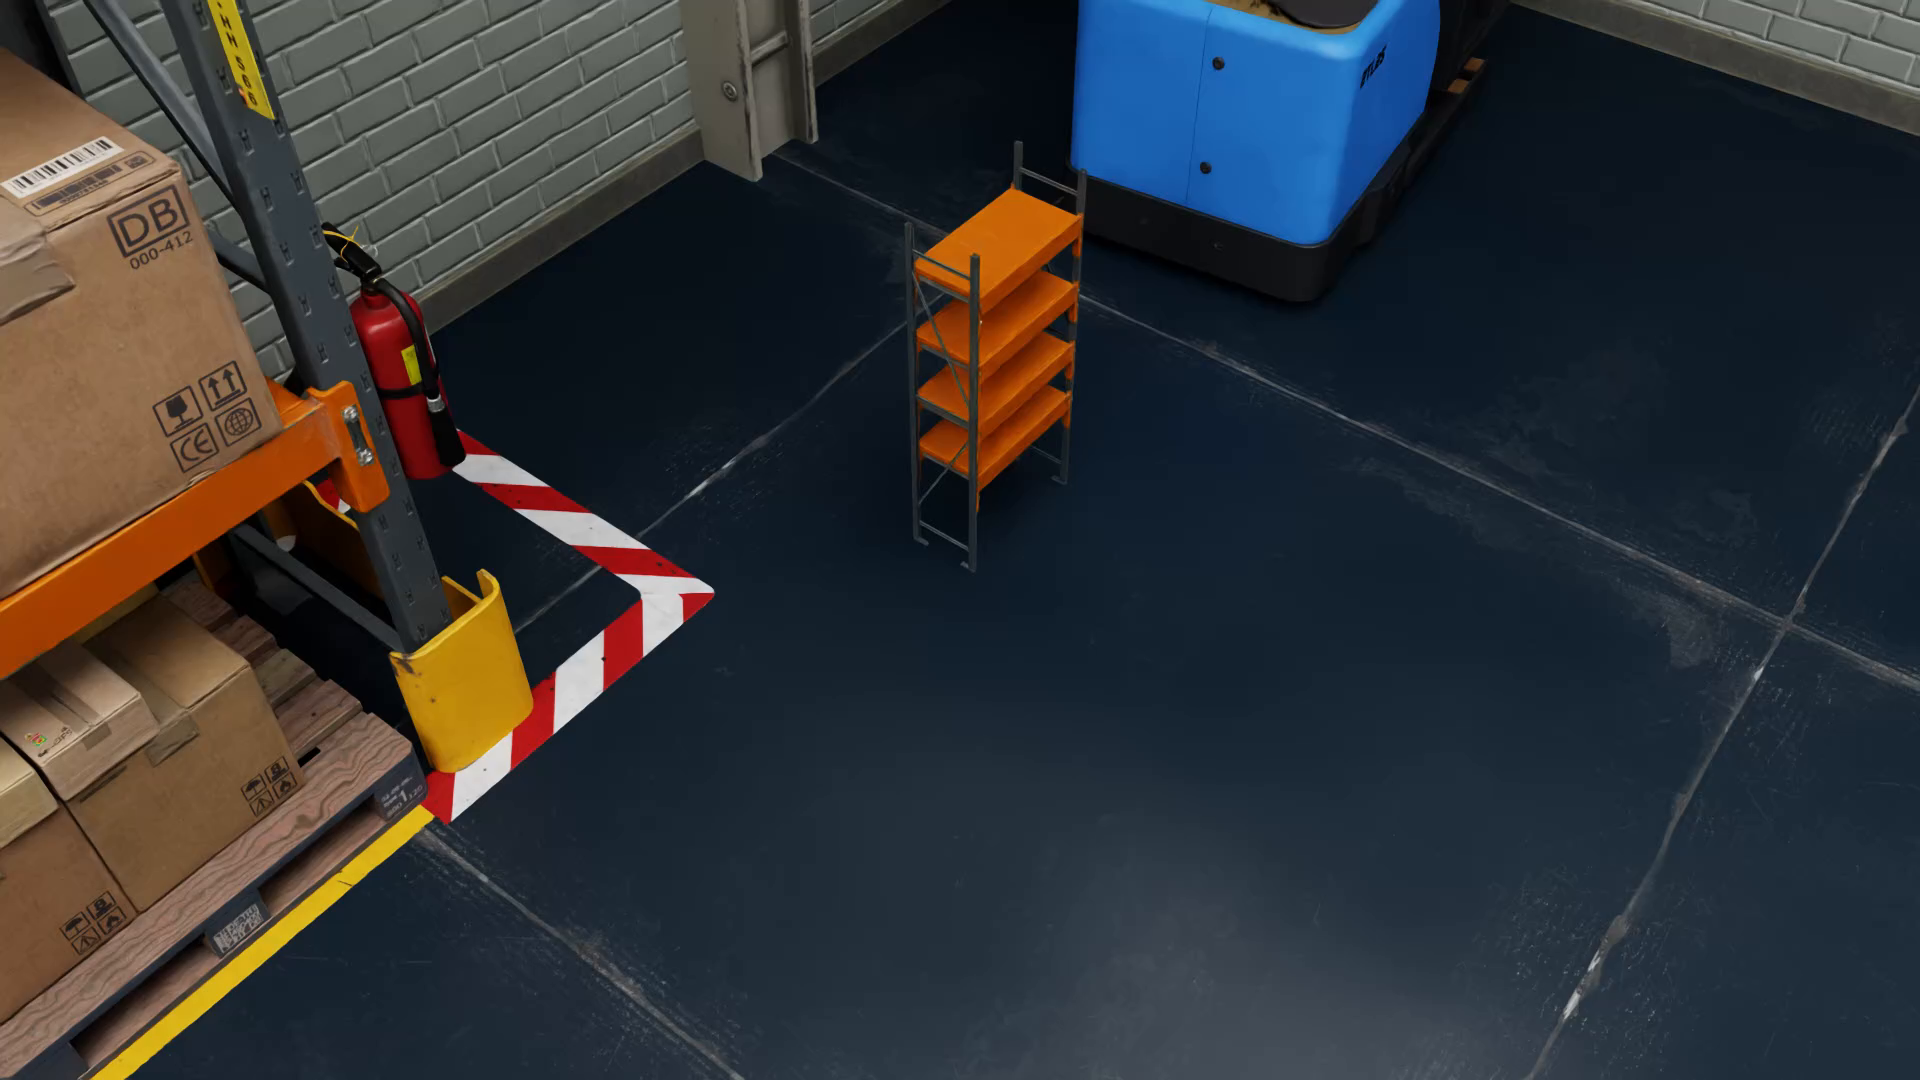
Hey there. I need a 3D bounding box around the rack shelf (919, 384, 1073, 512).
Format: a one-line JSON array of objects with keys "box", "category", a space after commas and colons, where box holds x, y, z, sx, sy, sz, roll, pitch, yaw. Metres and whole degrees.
[{"box": [0.101, -0.326, 5.099, 0.258, 0.148, 0.480, 29, 53, 25], "category": "rack shelf"}]

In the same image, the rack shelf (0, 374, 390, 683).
[{"box": [-3.007, 0.682, 3.021, 1.077, 0.370, 4.000, 29, 53, 25], "category": "rack shelf"}]

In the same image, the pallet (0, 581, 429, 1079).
[{"box": [-2.211, 0.745, 4.393, 1.003, 0.211, 1.213, 29, 53, 25], "category": "pallet"}]

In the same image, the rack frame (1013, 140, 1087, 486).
[{"box": [0.250, -0.649, 5.040, 0.240, 1.200, 0.015, 29, 53, 25], "category": "rack frame"}]

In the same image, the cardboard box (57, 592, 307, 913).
[{"box": [-2.133, 0.453, 4.181, 0.700, 0.500, 0.500, 29, 53, 25], "category": "cardboard box"}]

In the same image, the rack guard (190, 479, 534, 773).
[{"box": [-1.769, 0.139, 4.771, 1.175, 0.500, 0.348, 29, 53, 25], "category": "rack guard"}]

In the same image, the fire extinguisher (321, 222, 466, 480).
[{"box": [-1.327, -0.437, 3.905, 0.296, 0.674, 0.183, 29, 53, 25], "category": "fire extinguisher"}]

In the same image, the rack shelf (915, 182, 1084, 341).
[{"box": [0.101, -0.781, 4.622, 0.258, 0.148, 0.480, 29, 53, 25], "category": "rack shelf"}]

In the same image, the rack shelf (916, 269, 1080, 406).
[{"box": [0.101, -0.617, 4.794, 0.258, 0.148, 0.480, 29, 53, 25], "category": "rack shelf"}]

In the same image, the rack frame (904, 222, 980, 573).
[{"box": [-0.048, -0.370, 4.773, 0.240, 1.200, 0.015, 29, 53, 25], "category": "rack frame"}]

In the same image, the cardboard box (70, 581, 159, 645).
[{"box": [-2.215, 0.069, 4.100, 0.380, 0.149, 0.250, 30, 53, 25], "category": "cardboard box"}]

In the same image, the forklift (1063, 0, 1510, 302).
[{"box": [1.580, -2.921, 6.014, 1.130, 2.935, 3.031, 23, 51, 21], "category": "forklift"}]

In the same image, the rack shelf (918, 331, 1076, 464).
[{"box": [0.101, -0.463, 4.955, 0.258, 0.148, 0.480, 29, 53, 25], "category": "rack shelf"}]

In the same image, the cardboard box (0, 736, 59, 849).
[{"box": [-2.223, 0.529, 3.660, 0.380, 0.149, 0.250, 31, 54, 26], "category": "cardboard box"}]

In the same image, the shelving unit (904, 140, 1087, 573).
[{"box": [0.101, -0.509, 4.907, 0.258, 1.200, 0.503, 29, 53, 25], "category": "shelving unit"}]

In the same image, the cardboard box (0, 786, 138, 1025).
[{"box": [-2.439, 0.739, 3.908, 0.700, 0.500, 0.500, 29, 53, 25], "category": "cardboard box"}]

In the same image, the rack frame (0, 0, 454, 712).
[{"box": [-1.784, -0.710, 3.854, 1.000, 3.000, 0.127, 29, 53, 25], "category": "rack frame"}]

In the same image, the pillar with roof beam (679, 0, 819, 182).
[{"box": [2.589, -2.807, 1.708, 9.100, 9.000, 0.400, 29, 53, 25], "category": "pillar with roof beam"}]

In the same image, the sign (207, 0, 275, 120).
[{"box": [-1.363, -0.944, 3.113, 0.100, 0.325, 0.005, 29, 53, 25], "category": "sign"}]

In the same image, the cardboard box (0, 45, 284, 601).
[{"box": [-2.088, -0.518, 3.463, 0.980, 0.700, 0.700, 32, 54, 27], "category": "cardboard box"}]

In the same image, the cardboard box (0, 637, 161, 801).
[{"box": [-2.067, 0.383, 3.800, 0.380, 0.149, 0.250, 29, 53, 25], "category": "cardboard box"}]
